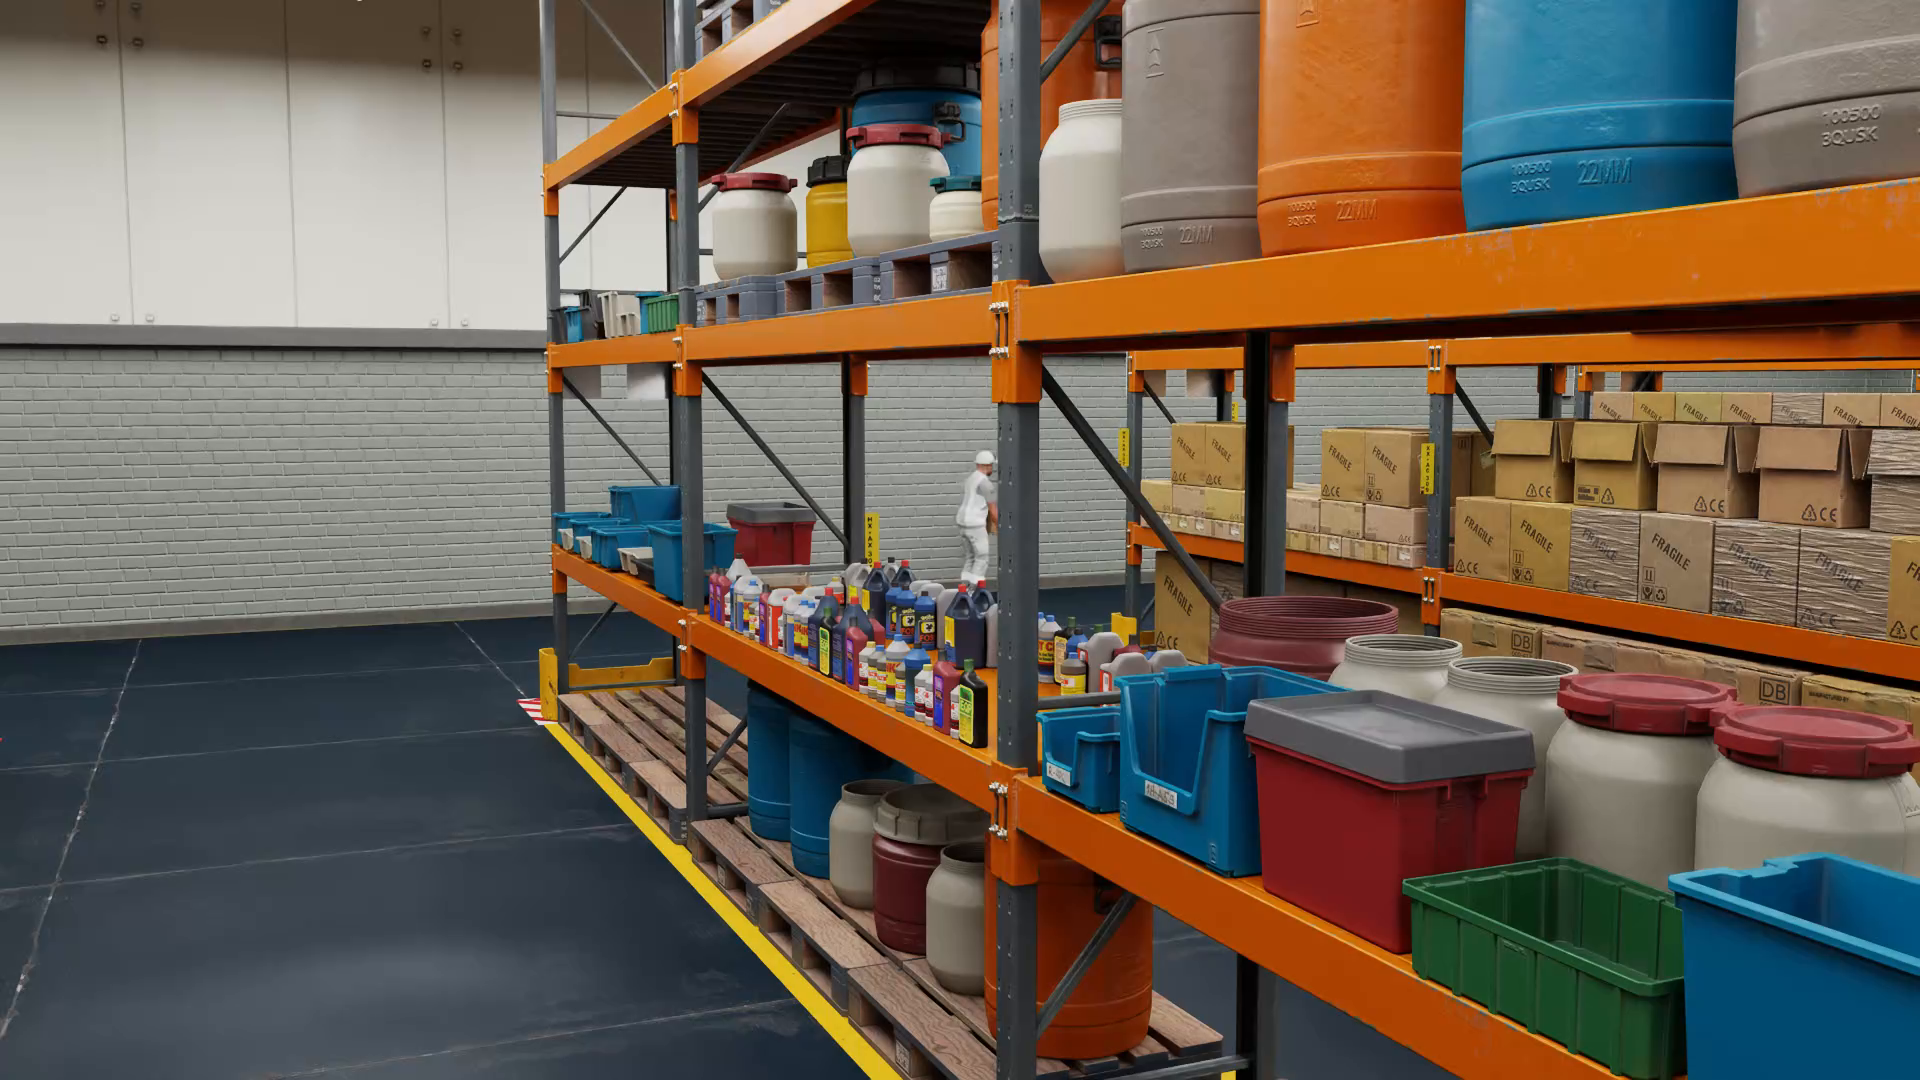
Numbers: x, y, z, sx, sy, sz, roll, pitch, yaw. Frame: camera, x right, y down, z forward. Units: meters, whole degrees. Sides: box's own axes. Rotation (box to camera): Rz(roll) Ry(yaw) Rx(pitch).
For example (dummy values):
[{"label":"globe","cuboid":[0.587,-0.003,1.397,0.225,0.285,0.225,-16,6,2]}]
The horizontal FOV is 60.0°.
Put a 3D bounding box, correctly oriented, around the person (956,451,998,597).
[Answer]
[{"label":"person","cuboid":[0.254,-0.141,19.124,0.587,1.762,0.489,-2,6,-25]}]
